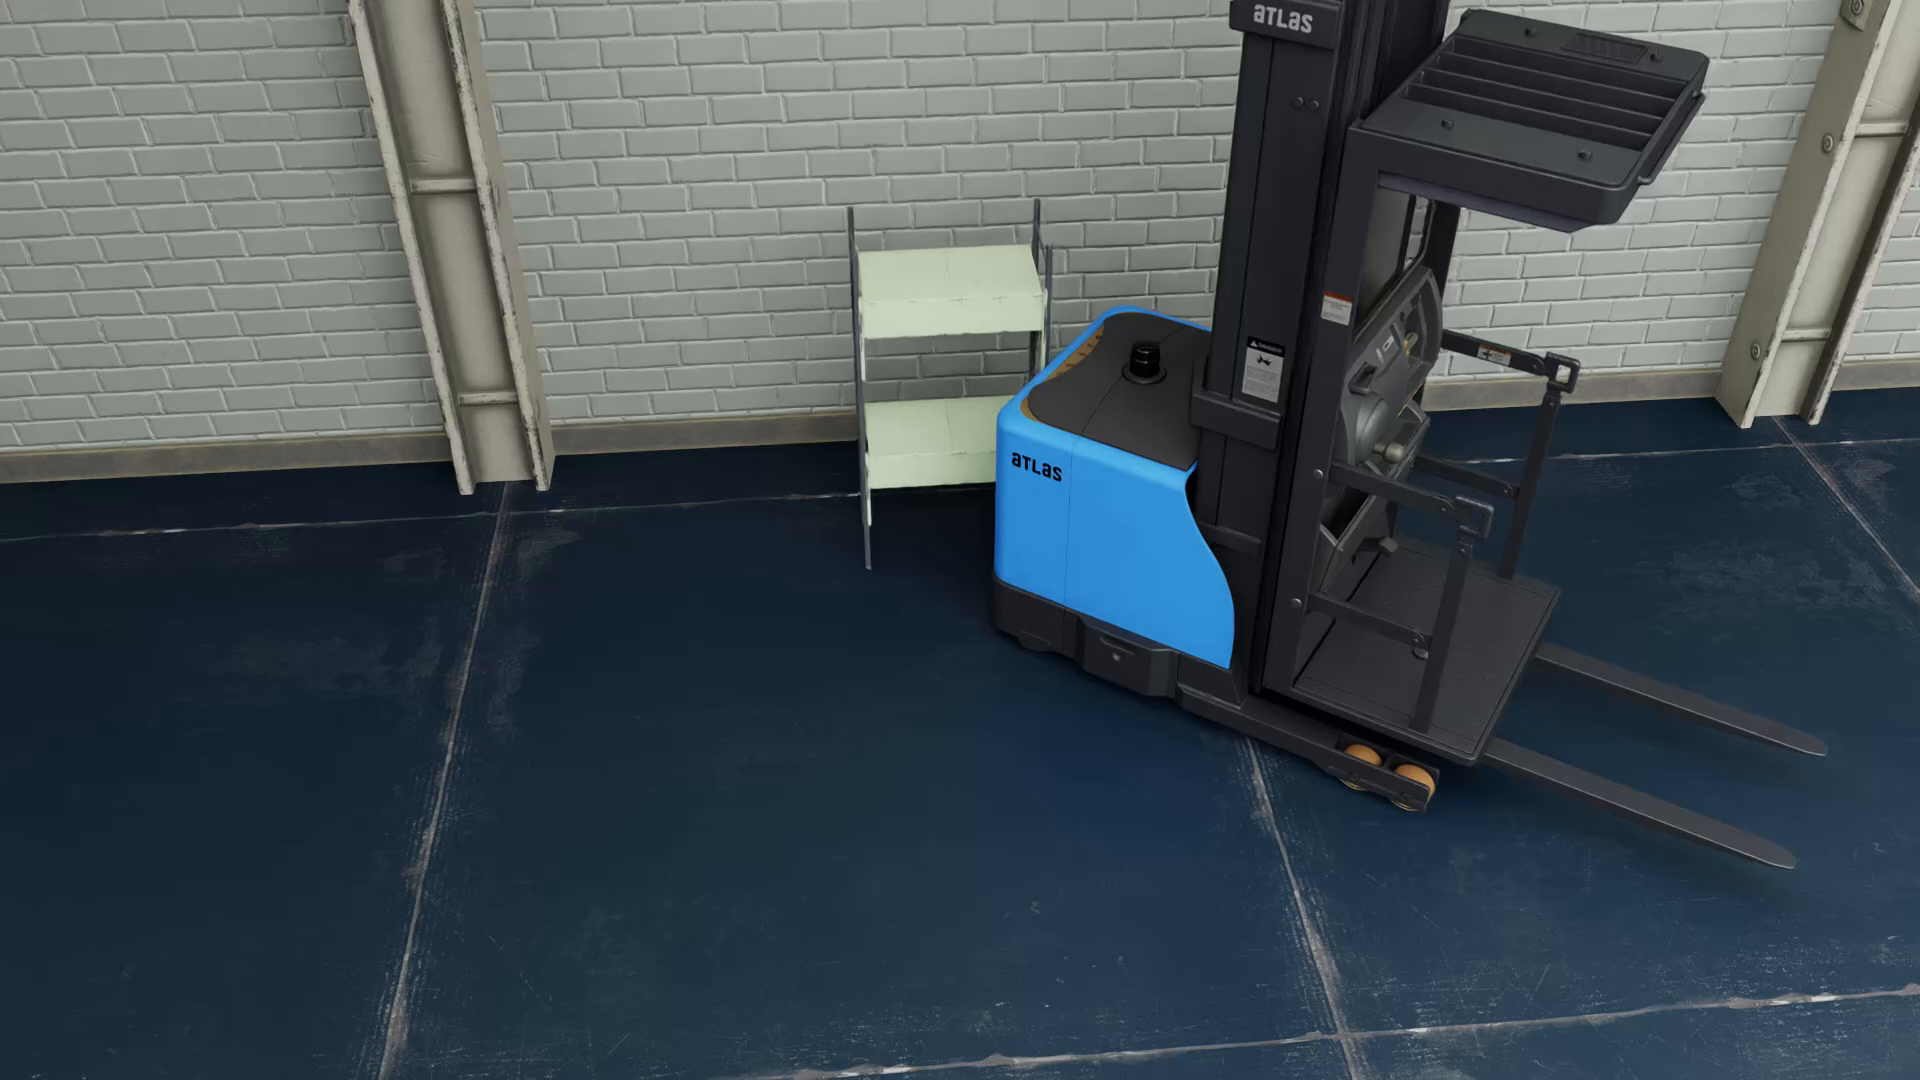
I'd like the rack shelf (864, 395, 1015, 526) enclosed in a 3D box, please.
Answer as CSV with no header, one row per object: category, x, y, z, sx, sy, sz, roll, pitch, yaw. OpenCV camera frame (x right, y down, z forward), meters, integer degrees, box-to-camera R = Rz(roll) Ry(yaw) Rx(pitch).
rack shelf,-0.045,-0.352,7.012,0.720,0.370,0.431,-3,38,-4

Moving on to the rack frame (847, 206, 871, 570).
rack frame,-0.409,-0.587,6.783,0.023,1.500,0.400,-3,38,-4

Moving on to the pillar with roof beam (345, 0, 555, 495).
pillar with roof beam,-1.694,-1.187,1.490,0.400,9.000,9.100,-3,38,-4

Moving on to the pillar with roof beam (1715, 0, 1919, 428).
pillar with roof beam,4.283,-1.516,1.907,0.400,9.000,9.100,-3,38,-4

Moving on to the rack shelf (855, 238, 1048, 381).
rack shelf,-0.045,-0.915,6.568,0.720,0.370,0.431,-3,38,-4

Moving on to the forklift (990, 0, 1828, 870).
forklift,1.645,-0.551,5.582,3.031,2.935,1.130,21,43,24

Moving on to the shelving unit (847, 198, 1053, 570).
shelving unit,-0.045,-0.608,6.810,0.755,1.500,0.431,-3,38,-4

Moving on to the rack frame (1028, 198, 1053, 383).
rack frame,0.320,-0.630,6.837,0.023,1.500,0.400,-3,38,-4
